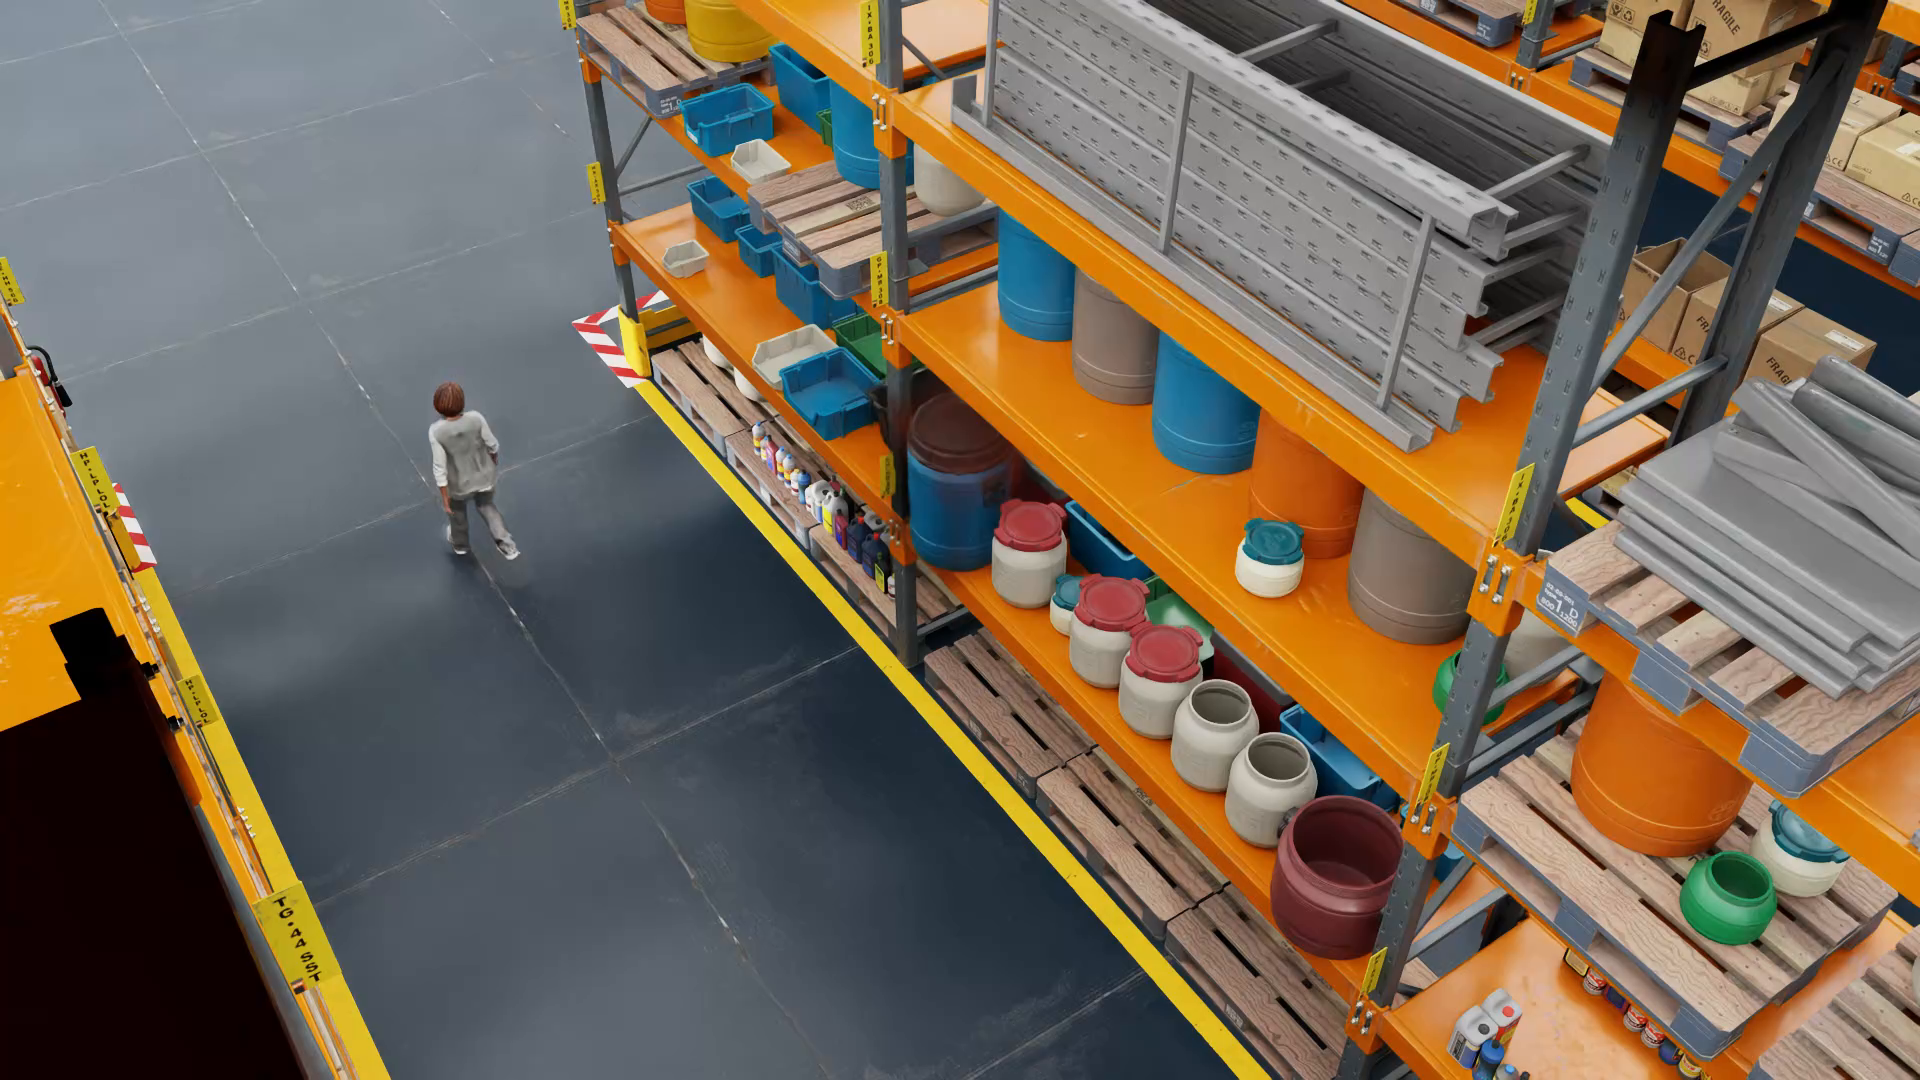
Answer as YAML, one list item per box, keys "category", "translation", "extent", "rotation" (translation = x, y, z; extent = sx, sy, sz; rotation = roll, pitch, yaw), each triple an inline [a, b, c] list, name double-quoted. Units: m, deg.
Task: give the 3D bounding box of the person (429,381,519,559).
- category: "person"
  translation: [-3.264, -0.437, 11.067]
  extent: [0.454, 1.553, 0.803]
  rotation: [-19, 46, -19]
